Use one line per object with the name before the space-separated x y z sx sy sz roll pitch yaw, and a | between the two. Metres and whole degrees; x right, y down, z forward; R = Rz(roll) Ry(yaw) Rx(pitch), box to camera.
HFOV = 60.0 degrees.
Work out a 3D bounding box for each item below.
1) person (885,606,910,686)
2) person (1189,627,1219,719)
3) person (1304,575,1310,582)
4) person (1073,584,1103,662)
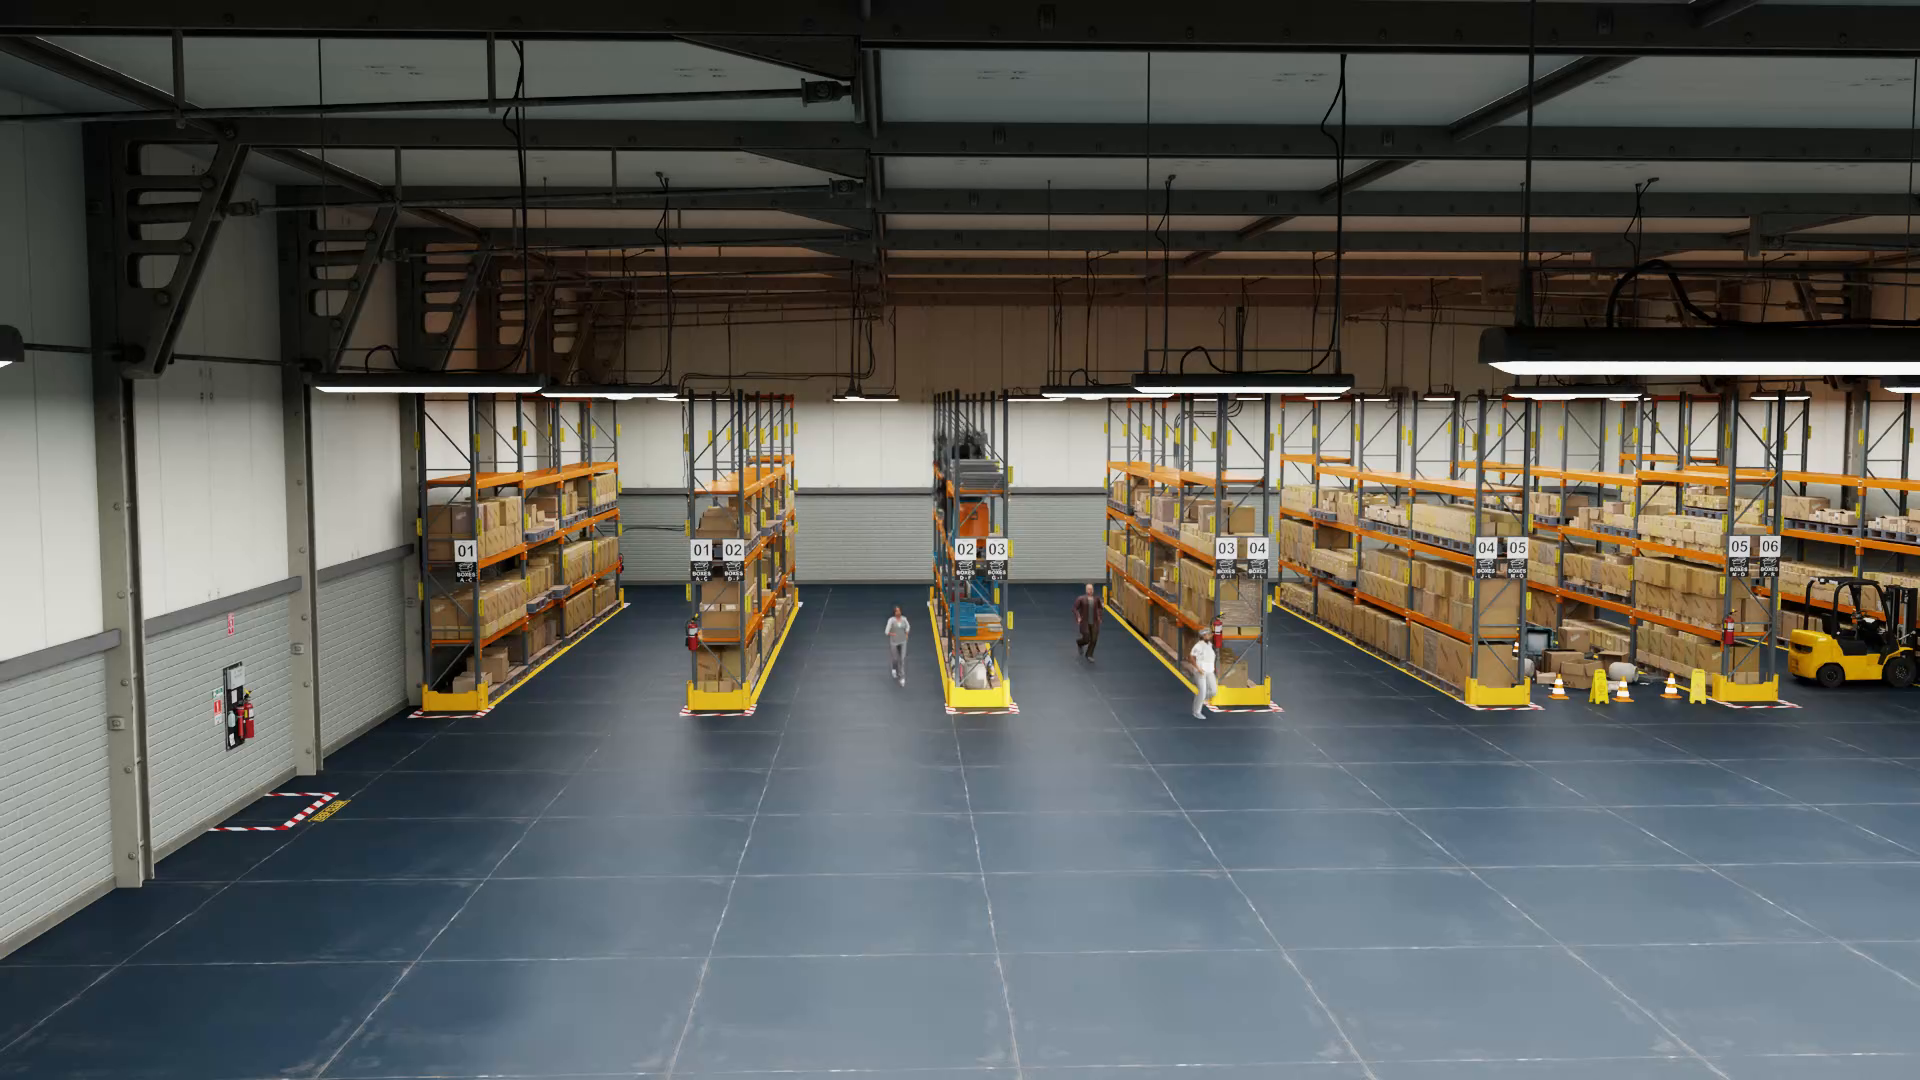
person | -1.272 2.141 34.079 0.538 1.602 0.877 -1 5 -11
person | 4.522 2.428 30.476 0.637 1.656 0.487 -3 6 -34
person | 10.287 0.905 48.770 0.689 1.765 0.642 -1 5 -10
person | 2.855 1.837 37.156 0.695 1.727 0.672 -1 5 -15
